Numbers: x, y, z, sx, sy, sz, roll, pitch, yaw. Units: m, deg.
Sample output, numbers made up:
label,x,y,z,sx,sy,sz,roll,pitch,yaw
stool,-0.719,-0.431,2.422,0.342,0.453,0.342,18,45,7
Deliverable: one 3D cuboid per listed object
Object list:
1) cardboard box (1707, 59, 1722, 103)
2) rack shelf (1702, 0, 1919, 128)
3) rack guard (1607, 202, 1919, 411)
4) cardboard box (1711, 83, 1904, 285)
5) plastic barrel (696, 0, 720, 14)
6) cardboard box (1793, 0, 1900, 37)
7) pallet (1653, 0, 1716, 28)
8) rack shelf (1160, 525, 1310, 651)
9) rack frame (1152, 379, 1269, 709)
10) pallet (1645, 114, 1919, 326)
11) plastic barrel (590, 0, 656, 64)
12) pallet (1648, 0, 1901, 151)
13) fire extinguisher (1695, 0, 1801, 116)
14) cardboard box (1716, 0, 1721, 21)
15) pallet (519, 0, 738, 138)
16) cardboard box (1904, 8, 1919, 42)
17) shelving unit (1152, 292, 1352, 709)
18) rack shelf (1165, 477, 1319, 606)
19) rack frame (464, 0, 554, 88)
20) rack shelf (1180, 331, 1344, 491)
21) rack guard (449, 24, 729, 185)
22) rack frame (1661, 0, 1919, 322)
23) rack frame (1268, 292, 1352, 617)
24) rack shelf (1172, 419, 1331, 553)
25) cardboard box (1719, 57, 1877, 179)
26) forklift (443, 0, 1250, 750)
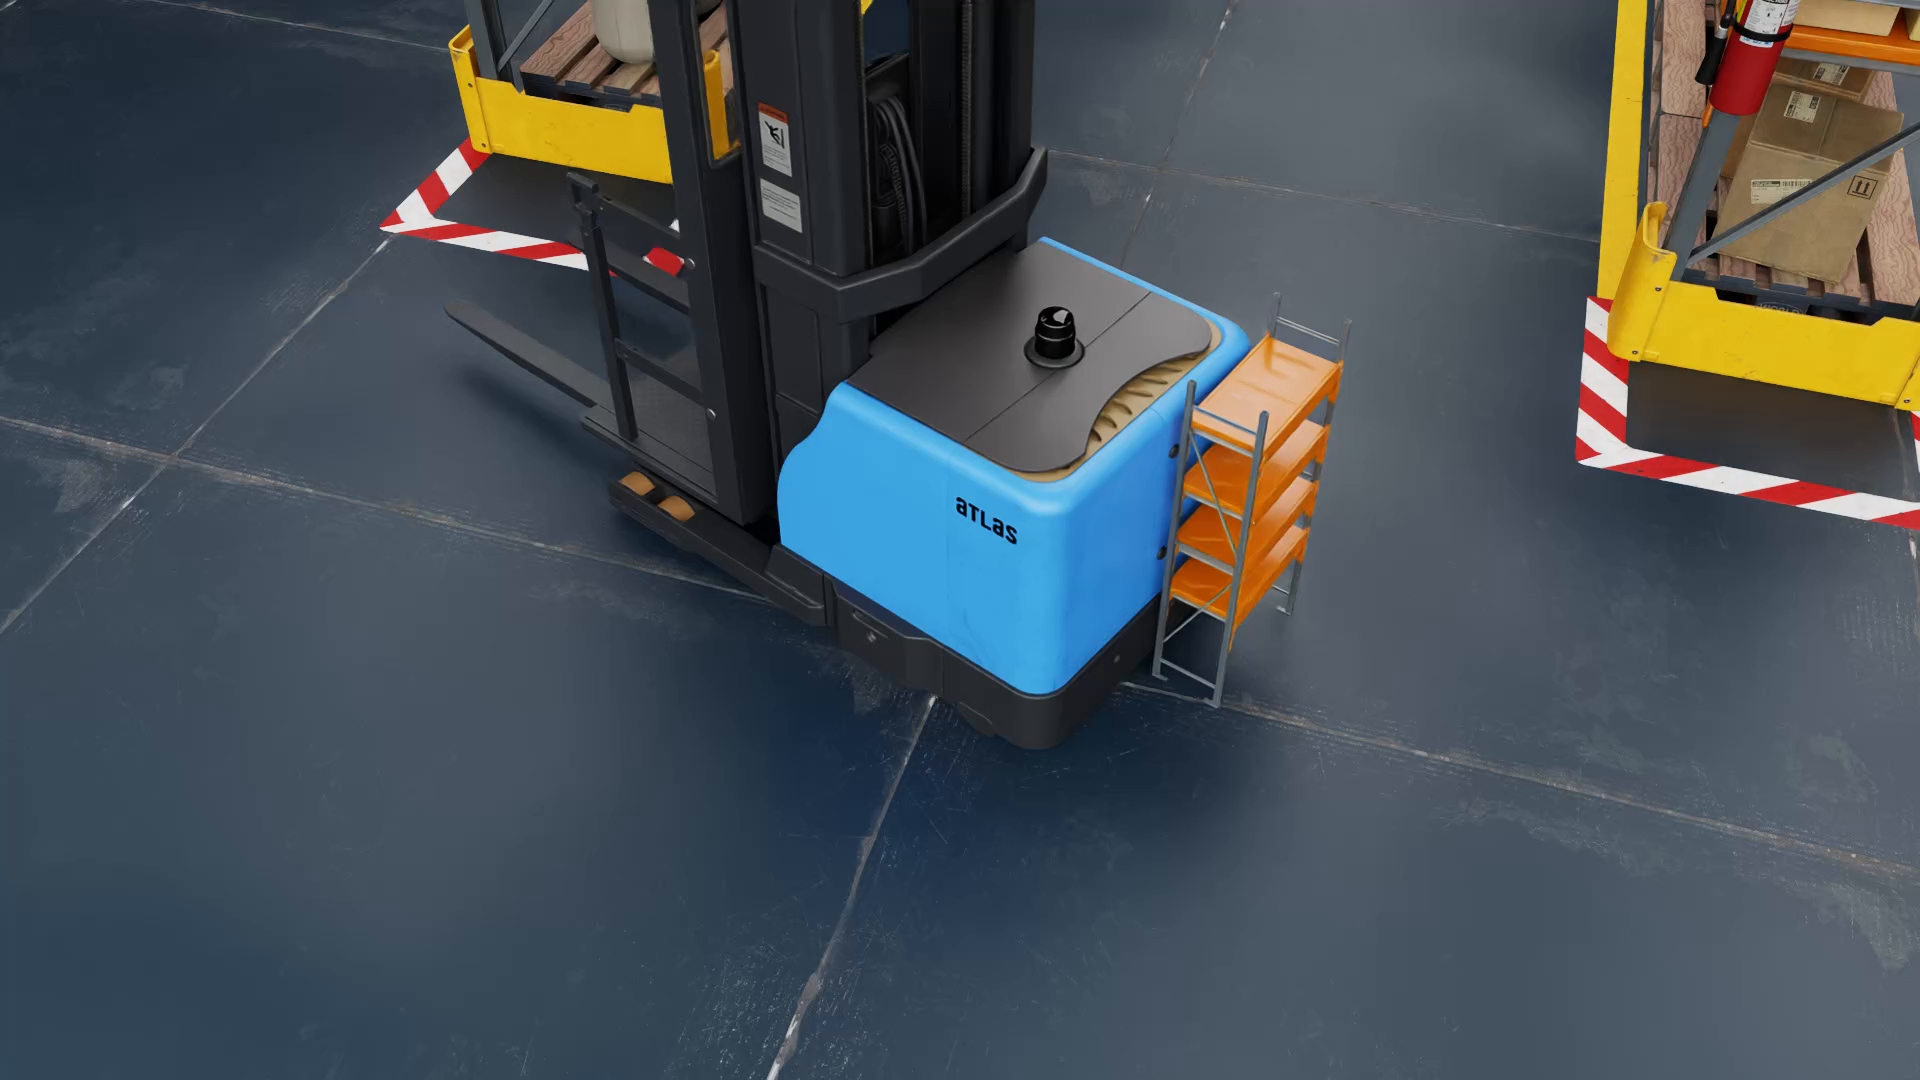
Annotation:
label,x,y,z,sx,sy,sz,roll,pitch,yaw
cardboard box,3.668,-2.219,7.360,0.500,0.500,0.500,17,47,16
rack shelf,3.713,-2.807,6.988,1.077,0.370,4.000,13,46,13
rack guard,3.130,-0.888,6.300,1.175,0.500,0.348,13,46,13
cardboard box,3.312,-1.400,6.523,0.500,0.500,0.500,21,48,20
plastic barrel,-1.335,-2.830,7.976,0.421,0.512,0.421,0,44,0
cardboard box,2.997,-1.875,5.701,0.380,0.149,0.250,13,46,13
pallet,4.149,-2.945,8.609,1.003,0.211,1.213,13,46,13
rack shelf,0.856,0.099,5.171,0.258,0.148,0.480,27,50,25
rack frame,0.713,0.048,4.843,0.240,1.200,0.015,27,50,25
pallet,3.410,-1.319,6.947,1.003,0.211,1.213,13,46,13
plastic barrel,-1.487,-2.496,7.634,0.421,0.512,0.421,0,44,0
pallet,3.781,-2.130,7.775,1.003,0.211,1.213,13,46,13
fire extinguisher,2.633,-1.725,5.423,0.296,0.674,0.183,13,46,13
cardboard box,3.880,-2.582,7.731,0.500,0.500,0.500,9,45,9
pallet,-1.384,-2.384,8.036,1.003,0.211,1.213,13,46,13
cardboard box,3.421,-1.781,5.605,0.380,0.149,0.250,13,46,13
shelving unit,0.856,-0.091,4.985,0.258,1.200,0.503,27,50,25
rack shelf,0.856,-0.043,5.032,0.258,0.148,0.480,27,50,25
rack frame,-1.613,-2.780,6.446,1.000,3.000,0.127,13,46,13
rack shelf,0.856,-0.372,4.710,0.258,0.148,0.480,27,50,25
rack guard,-1.635,-1.947,7.383,1.175,0.500,0.348,13,46,13
rack frame,3.107,-1.731,5.374,1.000,3.000,0.127,13,46,13
rack frame,0.999,-0.229,5.126,0.240,1.200,0.015,27,50,25
rack shelf,0.856,-0.203,4.876,0.258,0.148,0.480,27,50,25
cardboard box,3.460,-1.806,6.938,0.500,0.500,0.500,24,49,23
forklift,-0.594,-1.289,4.972,3.031,2.935,1.130,30,52,27
